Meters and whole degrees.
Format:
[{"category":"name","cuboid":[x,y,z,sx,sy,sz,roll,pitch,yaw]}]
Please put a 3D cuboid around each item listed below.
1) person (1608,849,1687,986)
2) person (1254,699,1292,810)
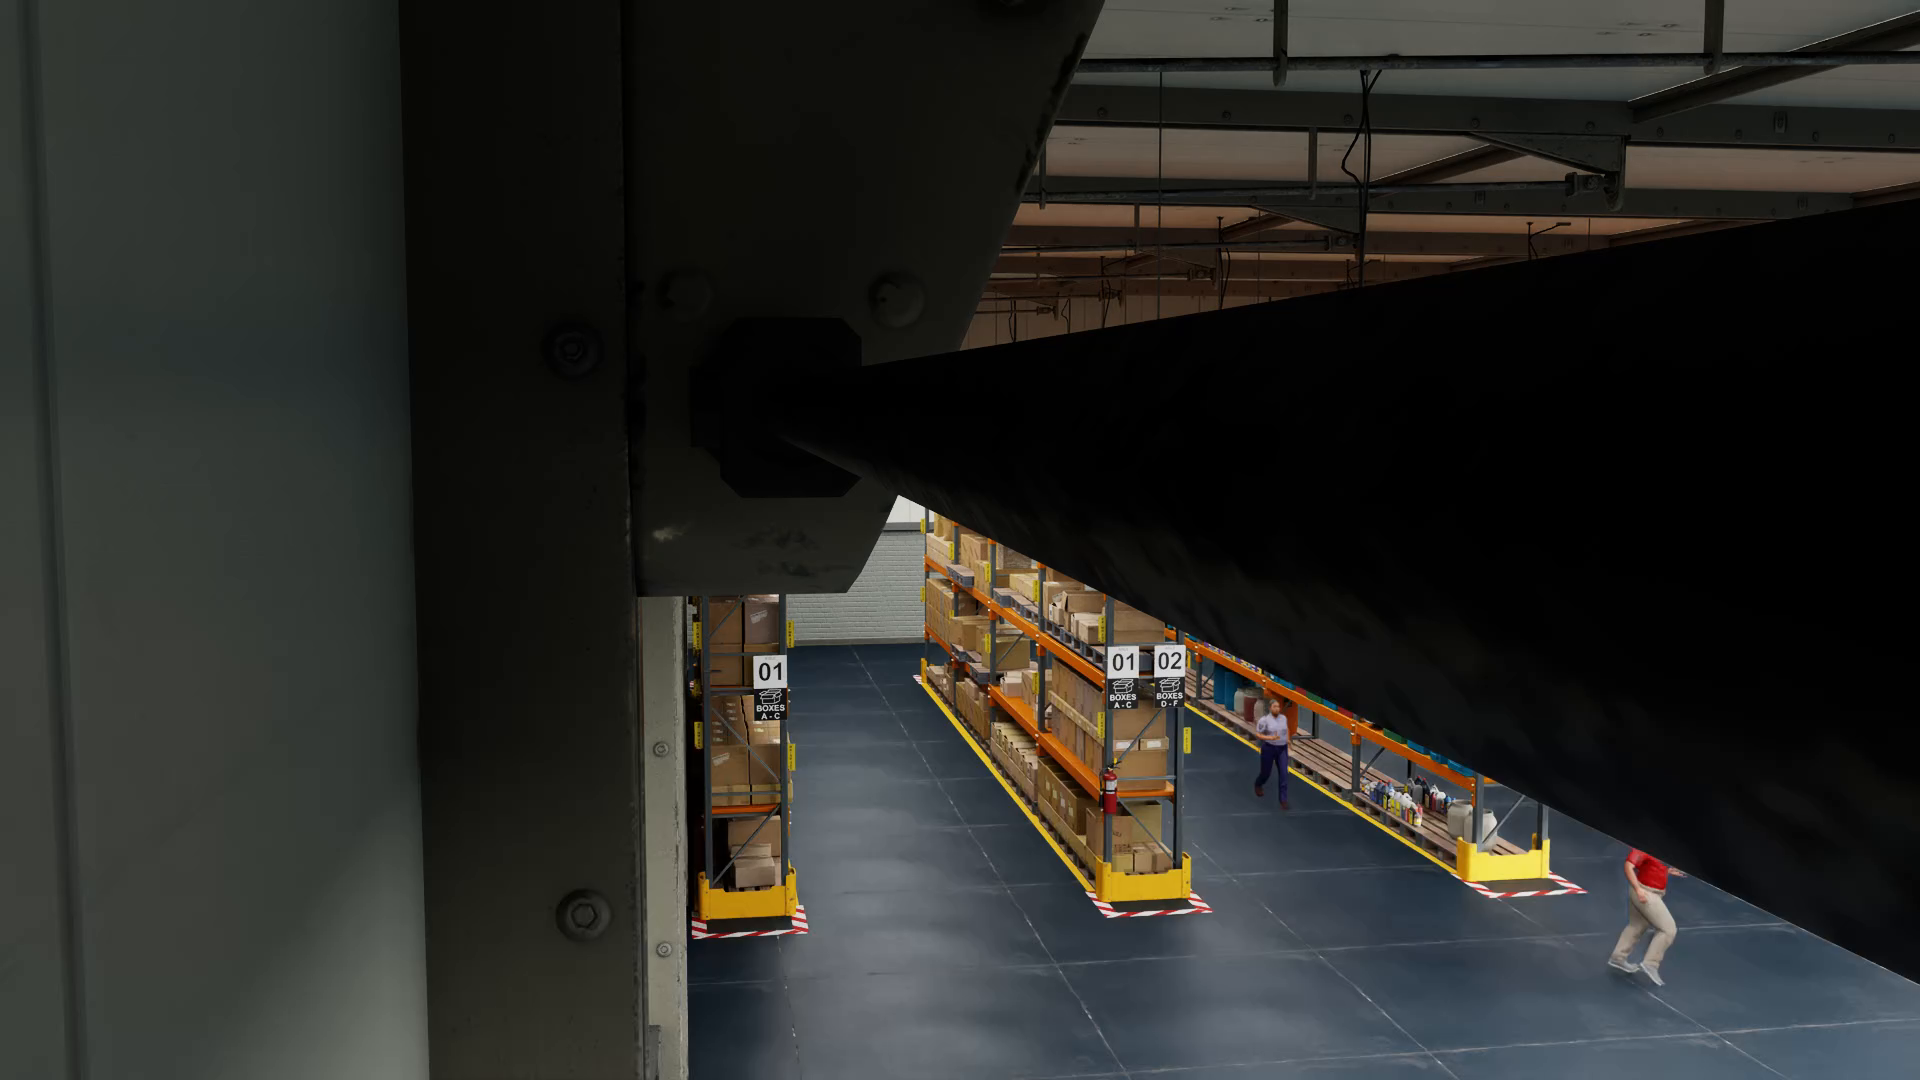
[{"category":"person","cuboid":[7.464,3.903,17.996,0.747,1.777,0.651,2,5,17]},{"category":"person","cuboid":[4.820,3.263,25.556,0.596,1.612,0.917,-1,5,-11]}]
